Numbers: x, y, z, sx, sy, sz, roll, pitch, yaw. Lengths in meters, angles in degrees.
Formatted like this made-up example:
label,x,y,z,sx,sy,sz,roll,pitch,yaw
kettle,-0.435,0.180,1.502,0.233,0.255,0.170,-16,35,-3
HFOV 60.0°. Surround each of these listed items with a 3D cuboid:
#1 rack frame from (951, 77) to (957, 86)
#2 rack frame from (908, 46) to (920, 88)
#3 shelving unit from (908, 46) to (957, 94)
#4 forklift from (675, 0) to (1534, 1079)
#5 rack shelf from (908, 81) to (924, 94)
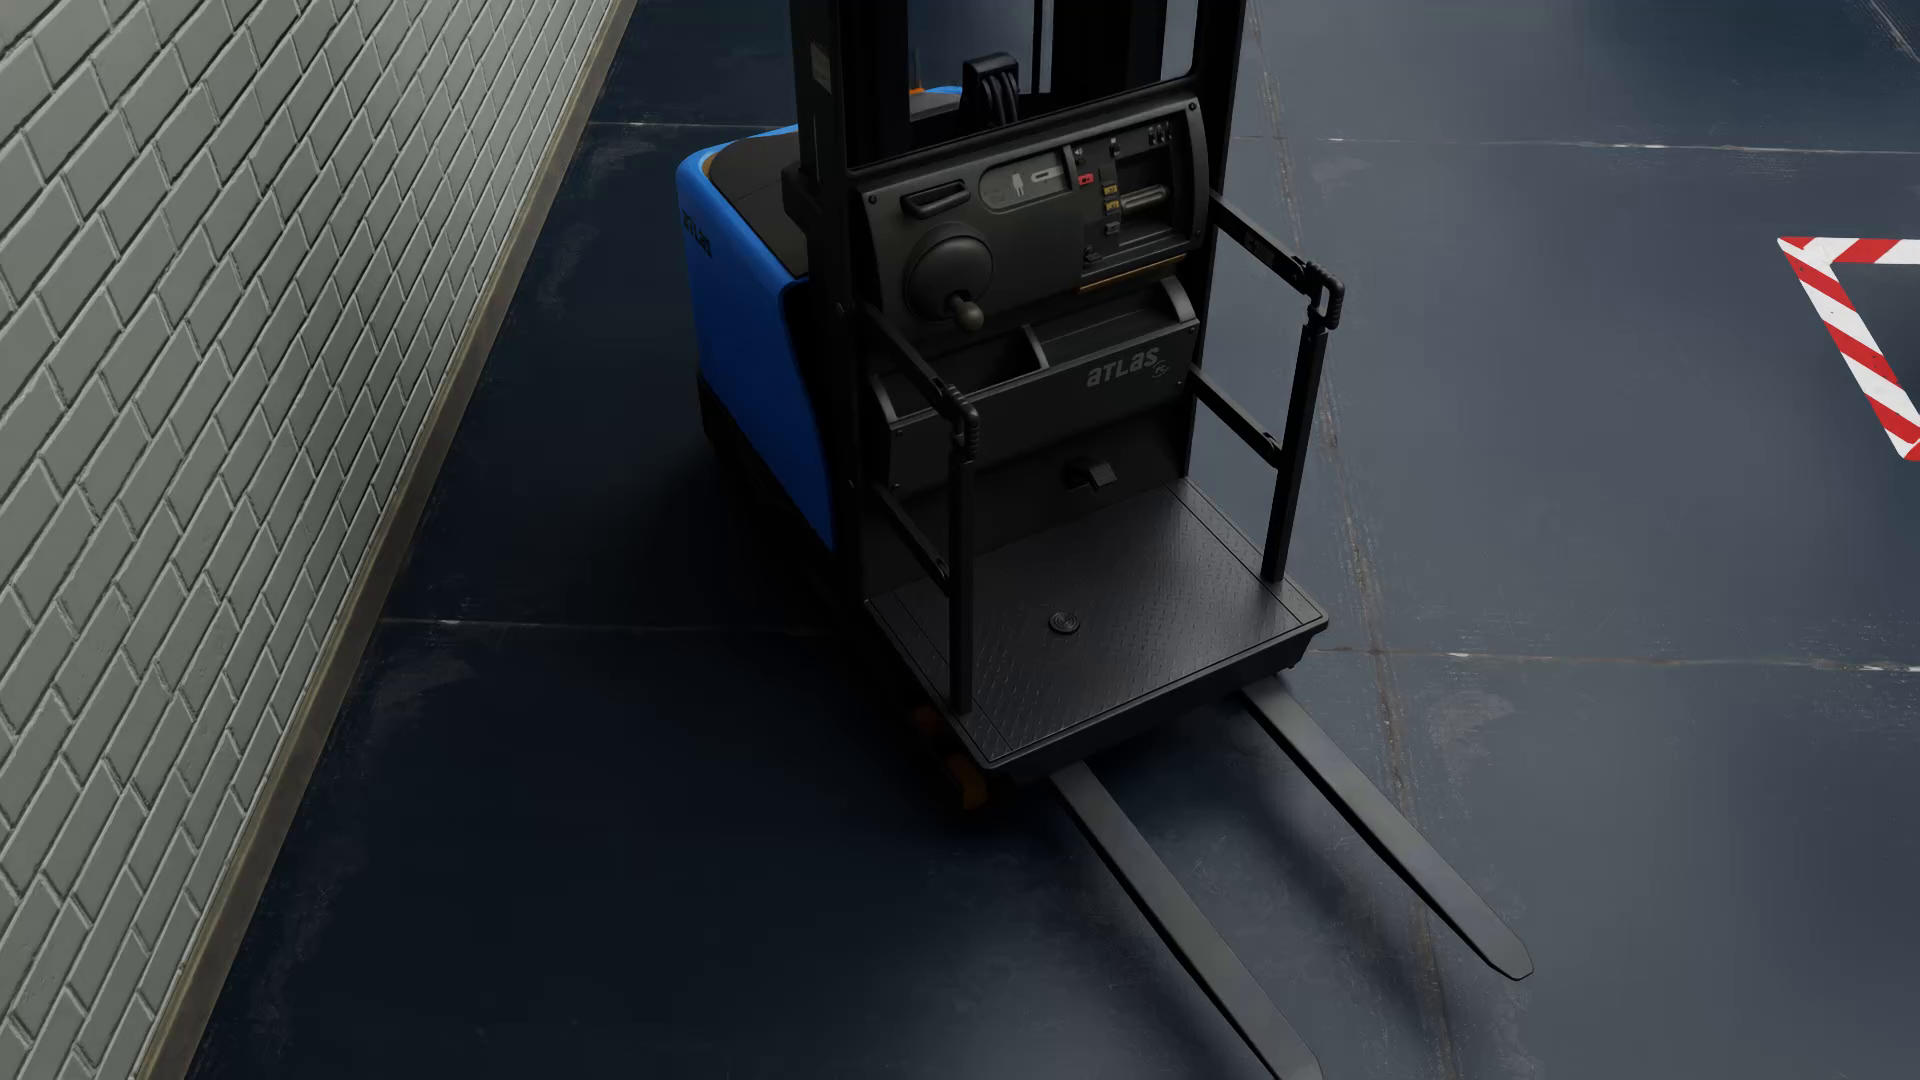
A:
label,x,y,z,sx,sy,sz,roll,pitch,yaw
rack frame,-0.101,-1.055,5.612,0.200,1.050,0.008,-22,47,-22
rack frame,-0.223,-1.200,5.766,0.200,1.050,0.008,-22,47,-22
shelving unit,-0.162,-1.128,5.689,0.215,1.050,0.252,-22,47,-22
forklift,0.304,-0.702,3.853,1.130,2.935,3.031,-21,47,-21
rack shelf,-0.161,-1.327,5.502,0.215,0.259,0.240,-22,47,-22
